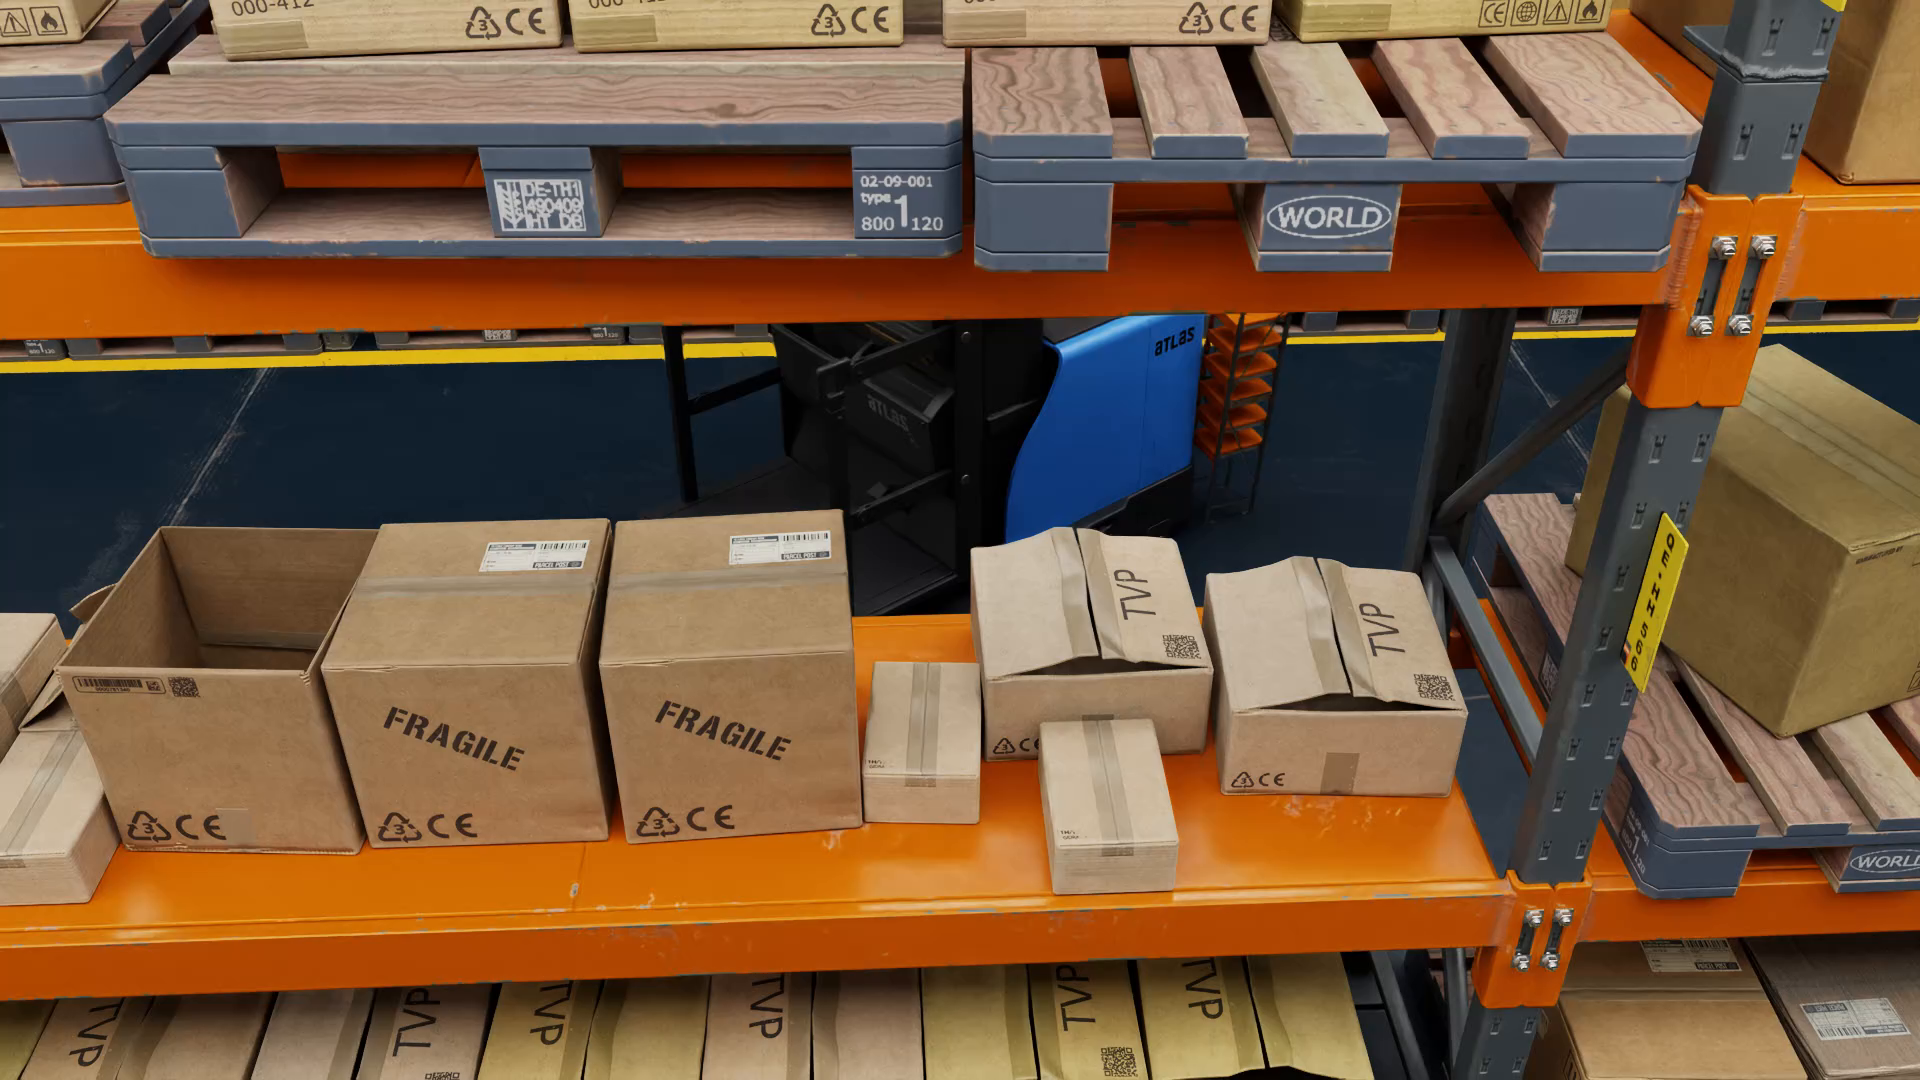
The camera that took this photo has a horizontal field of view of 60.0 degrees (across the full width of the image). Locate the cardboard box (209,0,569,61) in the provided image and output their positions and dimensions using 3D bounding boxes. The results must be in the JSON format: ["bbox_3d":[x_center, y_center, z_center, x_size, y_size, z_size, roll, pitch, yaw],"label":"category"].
[{"bbox_3d":[-0.890,-0.978,2.655,0.500,0.250,0.500,-4,35,-6],"label":"cardboard box"}]

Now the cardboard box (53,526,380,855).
[{"bbox_3d":[-1.509,0.316,3.570,0.500,0.500,0.500,1,35,1],"label":"cardboard box"}]

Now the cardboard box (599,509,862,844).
[{"bbox_3d":[-0.483,0.288,3.610,0.500,0.500,0.500,-3,35,-5],"label":"cardboard box"}]

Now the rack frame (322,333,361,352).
[{"bbox_3d":[-3.041,-2.433,7.630,0.127,3.000,1.000,-2,35,-2],"label":"rack frame"}]

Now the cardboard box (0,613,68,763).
[{"bbox_3d":[-2.313,0.406,3.659,0.500,0.250,0.500,1,35,1],"label":"cardboard box"}]

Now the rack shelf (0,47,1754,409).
[{"bbox_3d":[-0.805,-0.609,2.990,4.000,0.370,1.077,-2,35,-2],"label":"rack shelf"}]

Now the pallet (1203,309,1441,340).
[{"bbox_3d":[1.745,-1.373,8.548,1.213,0.211,1.003,-2,35,-2],"label":"pallet"}]

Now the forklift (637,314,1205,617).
[{"bbox_3d":[-0.509,-0.945,5.540,3.031,2.935,1.130,-26,42,-32],"label":"forklift"}]

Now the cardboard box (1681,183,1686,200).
[{"bbox_3d":[3.419,-1.820,8.264,0.750,0.750,0.750,-1,35,-1],"label":"cardboard box"}]

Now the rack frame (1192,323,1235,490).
[{"bbox_3d":[1.056,-0.661,6.622,0.240,1.200,0.006,-15,43,-21],"label":"rack frame"}]

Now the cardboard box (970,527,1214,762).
[{"bbox_3d":[0.290,0.226,3.866,0.500,0.311,0.500,-2,35,-3],"label":"cardboard box"}]

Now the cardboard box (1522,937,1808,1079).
[{"bbox_3d":[1.661,1.272,4.086,0.500,0.500,0.500,0,35,0],"label":"cardboard box"}]

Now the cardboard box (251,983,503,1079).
[{"bbox_3d":[-1.361,1.215,3.912,0.500,0.311,0.500,-3,35,-4],"label":"cardboard box"}]

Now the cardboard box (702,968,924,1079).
[{"bbox_3d":[-0.342,1.186,3.955,0.500,0.311,0.500,-2,35,-3],"label":"cardboard box"}]

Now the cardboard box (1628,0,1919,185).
[{"bbox_3d":[1.627,-1.031,2.879,0.500,0.500,0.910,-2,35,-2],"label":"cardboard box"}]

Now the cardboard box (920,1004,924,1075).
[{"bbox_3d":[-0.339,1.413,4.119,0.500,0.250,0.500,-1,35,-1],"label":"cardboard box"}]

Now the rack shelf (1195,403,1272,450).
[{"bbox_3d":[1.088,-0.480,6.664,0.258,0.103,0.180,-15,43,-21],"label":"rack shelf"}]

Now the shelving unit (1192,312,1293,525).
[{"bbox_3d":[1.096,-0.607,6.559,0.258,1.200,0.189,-15,43,-21],"label":"shelving unit"}]

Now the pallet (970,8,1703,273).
[{"bbox_3d":[0.519,-0.812,2.817,1.003,0.211,1.213,0,35,0],"label":"pallet"}]

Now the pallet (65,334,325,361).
[{"bbox_3d":[-3.710,-1.248,8.368,1.213,0.211,1.003,-2,35,-2],"label":"pallet"}]

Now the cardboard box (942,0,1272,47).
[{"bbox_3d":[0.219,-1.001,2.687,0.500,0.250,0.500,-1,35,-1],"label":"cardboard box"}]

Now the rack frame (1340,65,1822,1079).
[{"bbox_3d":[1.193,0.275,3.717,0.127,3.000,1.000,-2,35,-2],"label":"rack frame"}]

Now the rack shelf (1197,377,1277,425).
[{"bbox_3d":[1.094,-0.572,6.588,0.258,0.103,0.180,-15,43,-21],"label":"rack shelf"}]

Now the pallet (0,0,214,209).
[{"bbox_3d":[-1.923,-0.803,2.807,1.217,0.209,0.805,-3,35,-4],"label":"pallet"}]

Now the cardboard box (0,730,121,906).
[{"bbox_3d":[-1.908,0.578,3.499,0.250,0.149,0.380,-2,35,-2],"label":"cardboard box"}]

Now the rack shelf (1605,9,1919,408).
[{"bbox_3d":[3.190,-0.717,3.146,4.000,0.370,1.077,-2,35,-2],"label":"rack shelf"}]

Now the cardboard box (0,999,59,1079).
[{"bbox_3d":[-2.378,1.241,3.876,0.500,0.311,0.500,-1,35,-2],"label":"cardboard box"}]

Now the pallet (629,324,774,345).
[{"bbox_3d":[-1.042,-1.343,8.505,1.213,0.211,1.003,-2,35,-2],"label":"pallet"}]

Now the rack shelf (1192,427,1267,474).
[{"bbox_3d":[1.083,-0.388,6.740,0.258,0.103,0.180,-15,43,-21],"label":"rack shelf"}]

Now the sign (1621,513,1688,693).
[{"bbox_3d":[1.222,0.114,2.932,0.005,0.325,0.100,-2,35,-2],"label":"sign"}]

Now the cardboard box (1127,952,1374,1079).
[{"bbox_3d":[0.681,1.156,3.998,0.500,0.311,0.500,-1,35,-1],"label":"cardboard box"}]

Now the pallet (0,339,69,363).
[{"bbox_3d":[-4.932,-1.214,8.318,1.213,0.211,1.003,-2,35,-2],"label":"pallet"}]
